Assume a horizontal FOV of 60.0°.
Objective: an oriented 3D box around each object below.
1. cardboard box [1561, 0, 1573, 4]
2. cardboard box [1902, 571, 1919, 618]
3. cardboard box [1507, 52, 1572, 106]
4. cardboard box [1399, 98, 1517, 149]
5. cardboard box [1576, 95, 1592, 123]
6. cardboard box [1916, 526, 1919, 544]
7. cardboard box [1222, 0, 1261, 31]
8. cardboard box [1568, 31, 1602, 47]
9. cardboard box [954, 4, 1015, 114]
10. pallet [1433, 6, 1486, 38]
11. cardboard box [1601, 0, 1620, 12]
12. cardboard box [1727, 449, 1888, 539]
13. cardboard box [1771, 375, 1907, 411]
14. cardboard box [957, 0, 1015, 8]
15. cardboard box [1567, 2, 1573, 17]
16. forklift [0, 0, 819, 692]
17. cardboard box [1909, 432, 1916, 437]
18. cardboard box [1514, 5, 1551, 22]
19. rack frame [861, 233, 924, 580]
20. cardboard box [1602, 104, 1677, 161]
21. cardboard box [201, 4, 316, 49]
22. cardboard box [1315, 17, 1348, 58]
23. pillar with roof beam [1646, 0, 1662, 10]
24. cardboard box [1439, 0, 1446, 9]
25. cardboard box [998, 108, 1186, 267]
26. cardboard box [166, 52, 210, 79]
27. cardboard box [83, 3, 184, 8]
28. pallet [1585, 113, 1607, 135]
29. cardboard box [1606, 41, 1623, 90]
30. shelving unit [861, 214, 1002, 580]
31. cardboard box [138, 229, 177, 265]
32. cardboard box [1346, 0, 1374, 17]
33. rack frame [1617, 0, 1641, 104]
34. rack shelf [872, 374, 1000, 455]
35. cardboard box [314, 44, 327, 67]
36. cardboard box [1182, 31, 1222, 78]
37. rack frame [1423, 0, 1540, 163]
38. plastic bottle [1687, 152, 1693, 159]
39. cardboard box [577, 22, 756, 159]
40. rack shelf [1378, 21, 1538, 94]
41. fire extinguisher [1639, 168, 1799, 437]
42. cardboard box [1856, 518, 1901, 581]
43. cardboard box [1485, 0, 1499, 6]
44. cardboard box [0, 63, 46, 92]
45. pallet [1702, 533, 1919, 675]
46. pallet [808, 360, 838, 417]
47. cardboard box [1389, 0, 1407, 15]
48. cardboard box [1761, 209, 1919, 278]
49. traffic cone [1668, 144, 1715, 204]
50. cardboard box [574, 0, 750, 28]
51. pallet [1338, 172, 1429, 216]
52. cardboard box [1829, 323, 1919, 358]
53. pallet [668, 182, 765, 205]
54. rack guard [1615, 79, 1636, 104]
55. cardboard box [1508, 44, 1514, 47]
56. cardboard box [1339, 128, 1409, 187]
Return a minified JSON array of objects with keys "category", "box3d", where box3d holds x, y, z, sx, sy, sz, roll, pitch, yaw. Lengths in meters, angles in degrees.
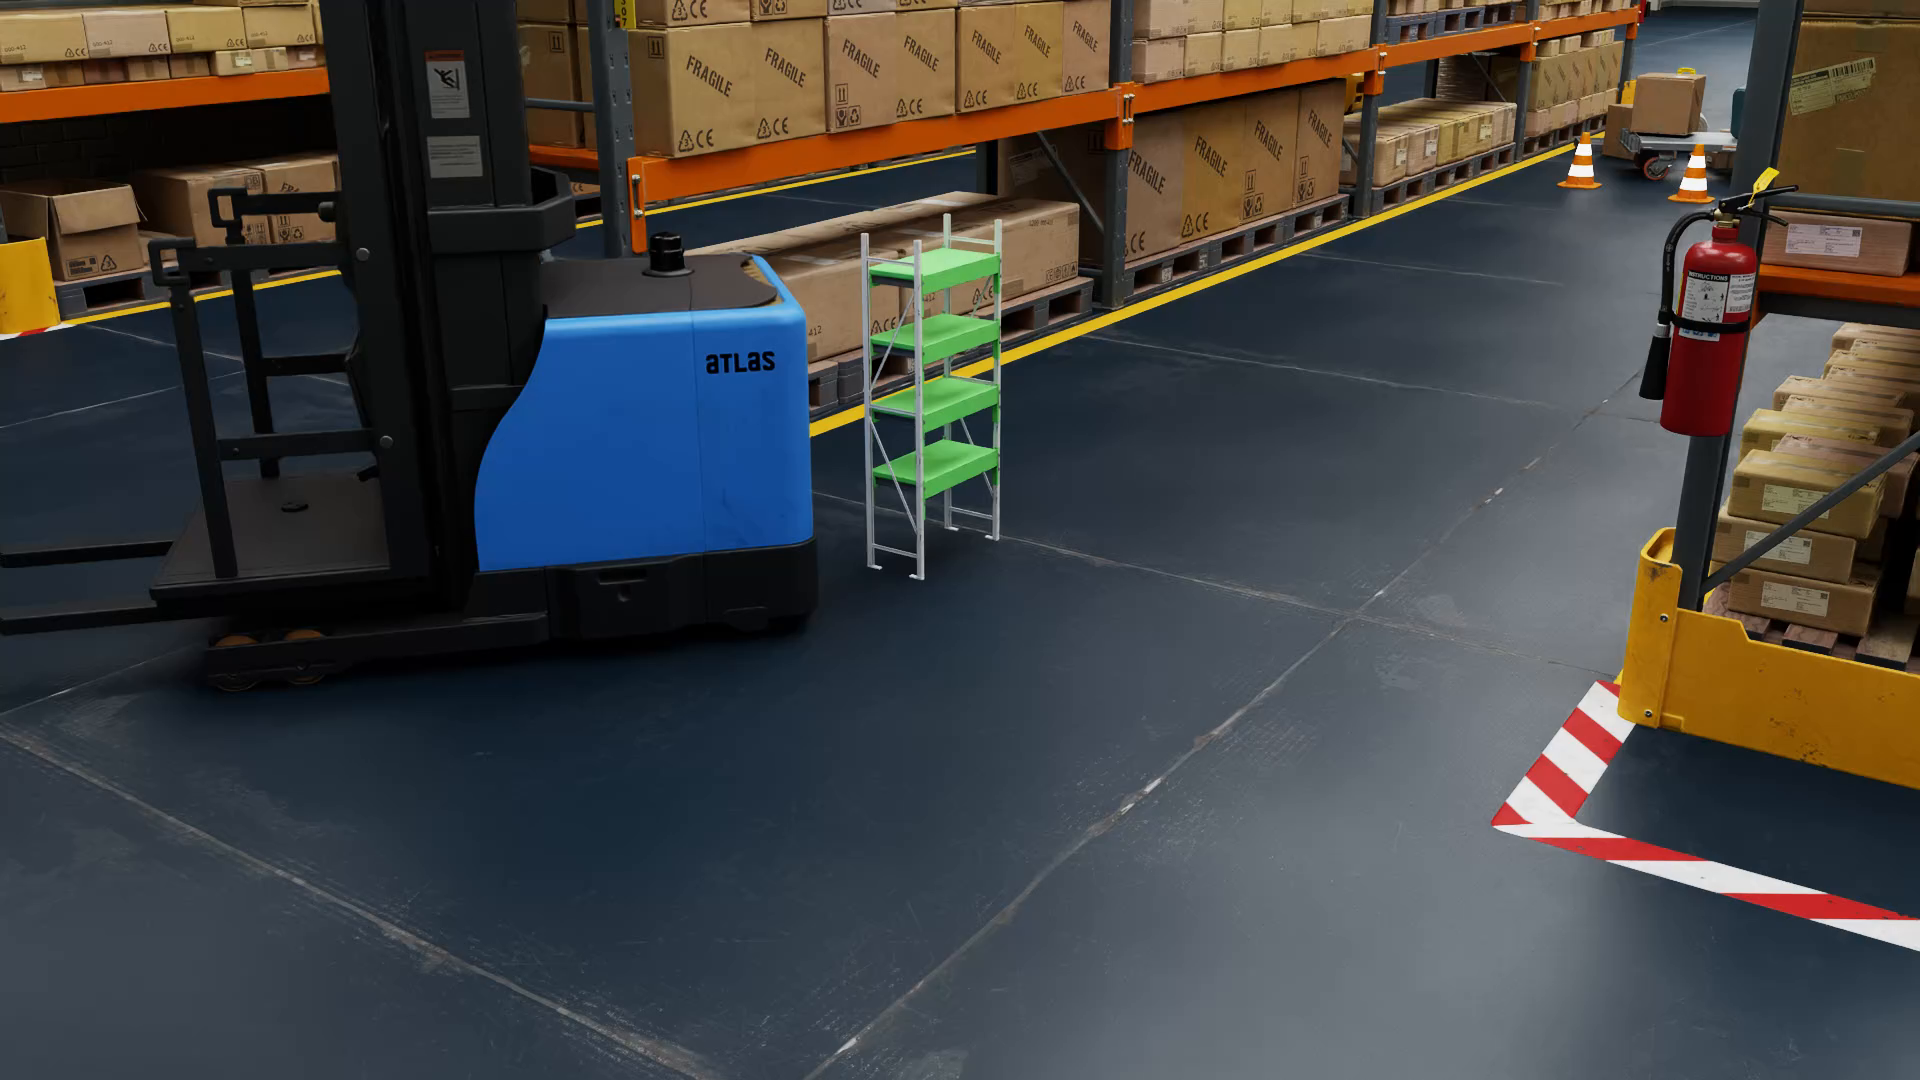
[{"category":"cardboard box","box3d":[5.779,-5.587,16.472,0.500,0.500,0.500,13,24,32]},{"category":"cardboard box","box3d":[3.081,0.160,5.011,0.380,0.149,0.250,13,24,32]},{"category":"cardboard box","box3d":[5.884,-4.712,16.956,0.500,0.500,0.500,14,25,34]},{"category":"cardboard box","box3d":[4.745,-3.994,15.920,0.950,0.372,0.625,14,24,33]},{"category":"cardboard box","box3d":[6.467,-4.652,17.877,0.500,0.250,0.500,12,24,30]},{"category":"cardboard box","box3d":[3.215,-0.055,5.166,0.380,0.149,0.250,14,24,33]},{"category":"cardboard box","box3d":[1.597,-3.415,10.668,0.500,0.250,0.500,14,24,32]},{"category":"cardboard box","box3d":[6.607,-5.345,17.734,0.380,0.149,0.250,14,25,34]},{"category":"cardboard box","box3d":[-0.064,-2.453,8.428,0.500,0.500,0.500,13,24,31]},{"category":"pallet","box3d":[3.868,-4.518,14.433,1.003,0.211,1.213,13,24,32]},{"category":"cardboard box","box3d":[6.921,-5.817,18.031,0.380,0.149,0.250,14,24,33]},{"category":"cardboard box","box3d":[2.531,-0.141,4.969,0.380,0.149,0.250,14,24,32]},{"category":"cardboard box","box3d":[3.063,-0.451,5.806,0.380,0.149,0.250,14,25,34]},{"category":"cardboard box","box3d":[-0.067,-2.919,8.248,0.500,0.500,0.500,14,24,33]},{"category":"cardboard box","box3d":[5.995,-5.402,16.906,0.380,0.149,0.250,13,24,32]},{"category":"forklift","box3d":[-2.039,-1.118,5.063,3.031,2.935,1.130,-5,21,-13]},{"category":"cardboard box","box3d":[3.234,-0.378,6.037,0.380,0.149,0.250,15,25,34]},{"category":"cardboard box","box3d":[5.480,-5.090,16.064,0.380,0.149,0.250,13,24,32]},{"category":"rack frame","box3d":[-0.230,-0.445,5.739,0.240,1.200,0.015,13,24,32]},{"category":"cardboard box","box3d":[6.766,-4.051,16.492,0.500,0.500,0.500,-6,21,-15]},{"category":"cardboard box","box3d":[-4.502,-3.292,10.630,0.500,0.250,0.500,13,24,30]},{"category":"cardboard box","box3d":[2.445,-3.617,11.935,0.500,0.250,0.500,14,24,33]},{"category":"pillar with roof beam","box3d":[22.467,-17.852,41.557,9.100,9.000,0.400,13,24,32]},{"category":"cardboard box","box3d":[3.874,-4.561,14.027,0.380,0.149,0.250,14,25,34]},{"category":"cardboard box","box3d":[0.823,-2.279,10.559,0.875,0.875,0.875,14,25,33]},{"category":"cardboard box","box3d":[-4.842,-2.929,10.222,0.380,0.149,0.250,14,24,33]},{"category":"cardboard box","box3d":[-5.203,-3.246,10.503,0.500,0.250,0.500,14,25,33]},{"category":"pallet","box3d":[6.758,-4.772,18.861,1.003,0.211,1.213,13,24,32]},{"category":"cardboard box","box3d":[7.052,-5.306,18.563,0.500,0.500,0.500,13,24,32]},{"category":"shelving unit","box3d":[-0.093,-0.515,5.928,0.258,1.200,0.503,13,24,32]},{"category":"cardboard box","box3d":[-5.122,-1.835,10.407,0.380,0.149,0.250,12,24,30]},{"category":"cardboard box","box3d":[2.727,-4.008,12.272,0.500,0.250,0.500,13,24,32]},{"category":"rack frame","box3d":[7.286,-6.328,19.048,1.000,3.000,0.127,13,24,32]},{"category":"rack shelf","box3d":[-0.093,-0.455,5.951,0.258,0.148,0.480,13,24,32]},{"category":"cardboard box","box3d":[-4.319,-3.234,11.046,0.380,0.149,0.250,14,24,33]},{"category":"cardboard box","box3d":[1.296,-3.038,10.370,0.500,0.250,0.500,13,24,31]},{"category":"rack frame","box3d":[5.038,-5.180,15.945,1.000,3.000,0.127,13,24,32]},{"category":"plastic bottle","box3d":[7.314,-3.806,16.467,0.133,0.061,0.283,19,27,41]},{"category":"cardboard box","box3d":[-1.201,-1.866,6.841,0.500,0.500,0.500,13,24,31]},{"category":"rack shelf","box3d":[3.914,-4.269,14.519,1.077,0.370,4.000,13,24,32]},{"category":"fire extinguisher","box3d":[1.919,-0.607,4.232,0.296,0.674,0.183,13,24,32]},{"category":"cardboard box","box3d":[2.847,-0.005,5.458,0.380,0.149,0.250,13,24,32]},{"category":"cardboard box","box3d":[4.559,-4.831,14.758,0.380,0.149,0.250,14,24,32]},{"category":"cardboard box","box3d":[-5.403,-2.627,9.405,0.380,0.149,0.250,13,24,31]},{"category":"pallet","box3d":[2.971,0.259,5.260,1.003,0.211,1.213,13,24,32]},{"category":"pallet","box3d":[-1.323,-0.674,7.783,1.003,0.211,1.213,13,24,32]},{"category":"cardboard box","box3d":[3.312,-4.243,13.169,0.380,0.149,0.250,12,23,29]},{"category":"cardboard box","box3d":[2.392,-0.832,4.551,0.380,0.149,0.250,13,24,32]},{"category":"traffic cone","box3d":[6.163,-3.083,13.933,0.336,0.463,0.334,13,24,32]},{"category":"cardboard box","box3d":[-1.202,-2.335,6.669,0.500,0.500,0.500,13,24,31]},{"category":"pallet","box3d":[3.230,-2.948,13.932,1.003,0.211,1.213,13,24,32]},{"category":"cardboard box","box3d":[3.683,-0.743,6.596,0.380,0.149,0.250,14,24,33]},{"category":"pallet","box3d":[-2.455,-3.136,14.439,1.003,0.211,1.213,13,24,32]},{"category":"rack guard","box3d":[7.244,-5.134,19.423,1.175,0.500,0.348,13,24,32]},{"category":"cardboard box","box3d":[6.012,-5.109,18.031,0.500,0.500,0.500,14,24,33]},{"category":"cardboard box","box3d":[3.115,-3.157,13.659,0.950,0.372,0.625,11,23,28]}]
